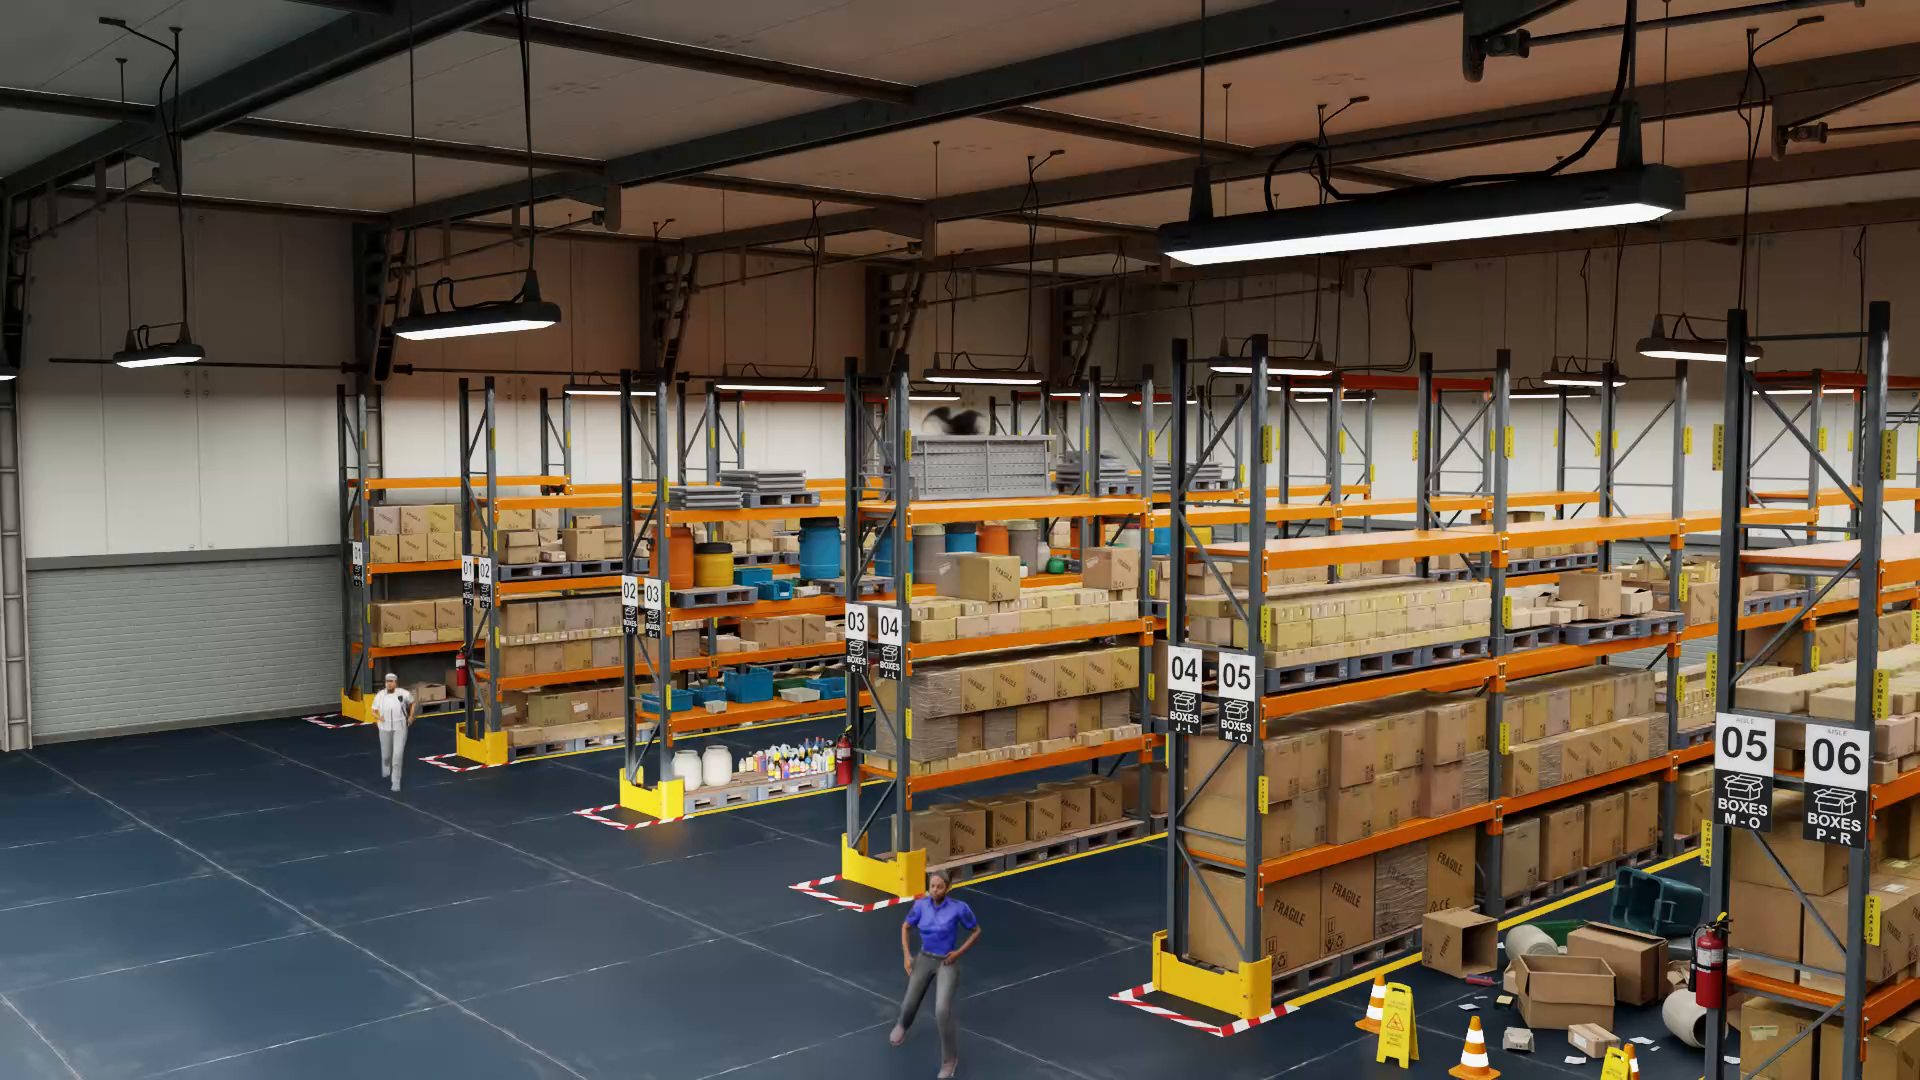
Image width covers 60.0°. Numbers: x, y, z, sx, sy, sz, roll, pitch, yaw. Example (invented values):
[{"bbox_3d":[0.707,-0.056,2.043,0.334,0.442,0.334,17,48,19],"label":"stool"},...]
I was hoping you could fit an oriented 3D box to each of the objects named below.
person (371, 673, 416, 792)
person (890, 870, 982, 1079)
[{"bbox_3d":[-8.229,2.760,24.172,0.615,1.676,0.906,-1,4,-13],"label":"person"},{"bbox_3d":[-0.227,3.497,13.571,0.809,1.644,0.671,1,4,13],"label":"person"}]
